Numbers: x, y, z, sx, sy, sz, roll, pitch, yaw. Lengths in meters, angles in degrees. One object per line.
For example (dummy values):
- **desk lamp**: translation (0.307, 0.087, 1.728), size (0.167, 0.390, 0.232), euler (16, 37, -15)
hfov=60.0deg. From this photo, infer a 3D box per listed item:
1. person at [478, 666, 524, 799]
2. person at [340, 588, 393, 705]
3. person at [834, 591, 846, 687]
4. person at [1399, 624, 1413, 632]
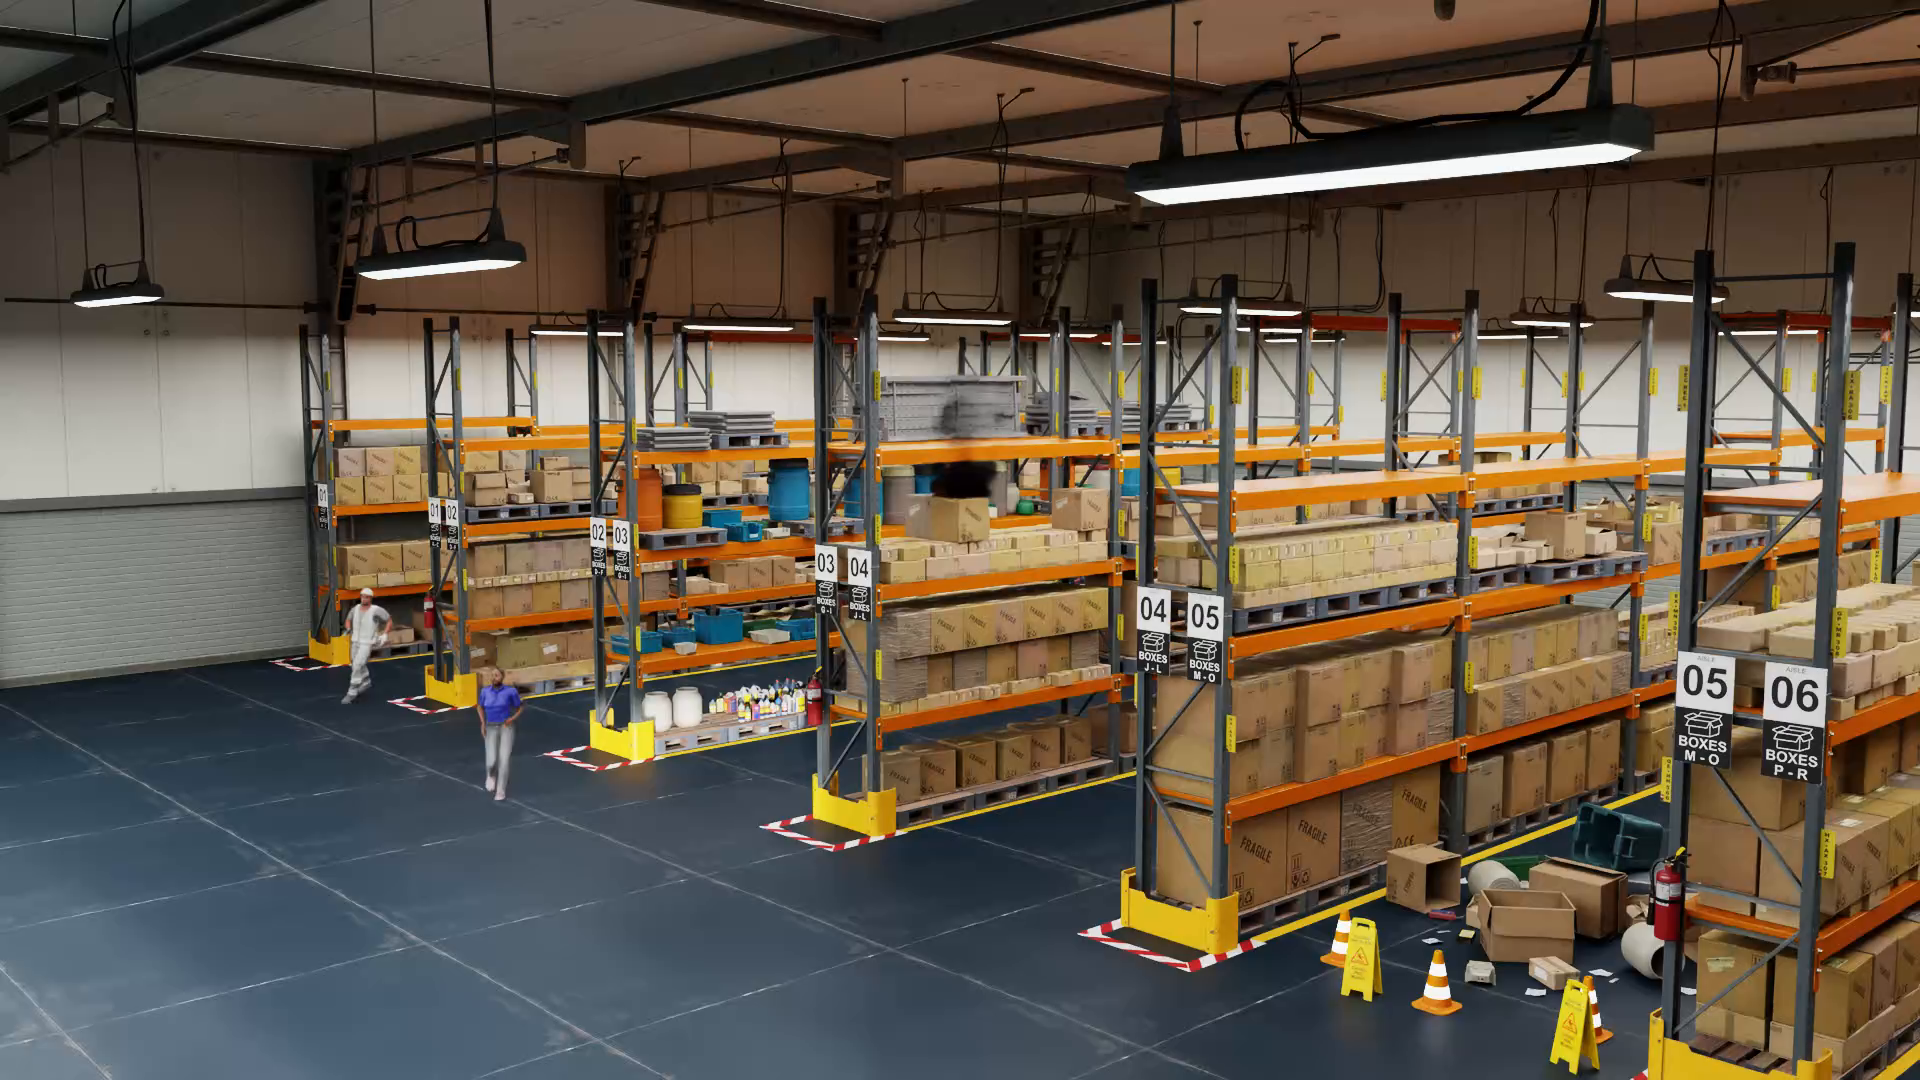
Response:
- **person**: translation (-5.574, 2.378, 20.145), size (0.565, 1.538, 0.572), euler (-1, 6, -7)
- **person**: translation (-9.381, 1.640, 26.152), size (0.708, 1.797, 0.875), euler (2, 6, 17)
- **person**: translation (-1.903, 1.529, 27.569), size (0.648, 1.712, 0.934), euler (5, 7, 39)
- **person**: translation (6.239, 1.940, 23.400), size (0.706, 1.725, 0.663), euler (5, 8, 42)
